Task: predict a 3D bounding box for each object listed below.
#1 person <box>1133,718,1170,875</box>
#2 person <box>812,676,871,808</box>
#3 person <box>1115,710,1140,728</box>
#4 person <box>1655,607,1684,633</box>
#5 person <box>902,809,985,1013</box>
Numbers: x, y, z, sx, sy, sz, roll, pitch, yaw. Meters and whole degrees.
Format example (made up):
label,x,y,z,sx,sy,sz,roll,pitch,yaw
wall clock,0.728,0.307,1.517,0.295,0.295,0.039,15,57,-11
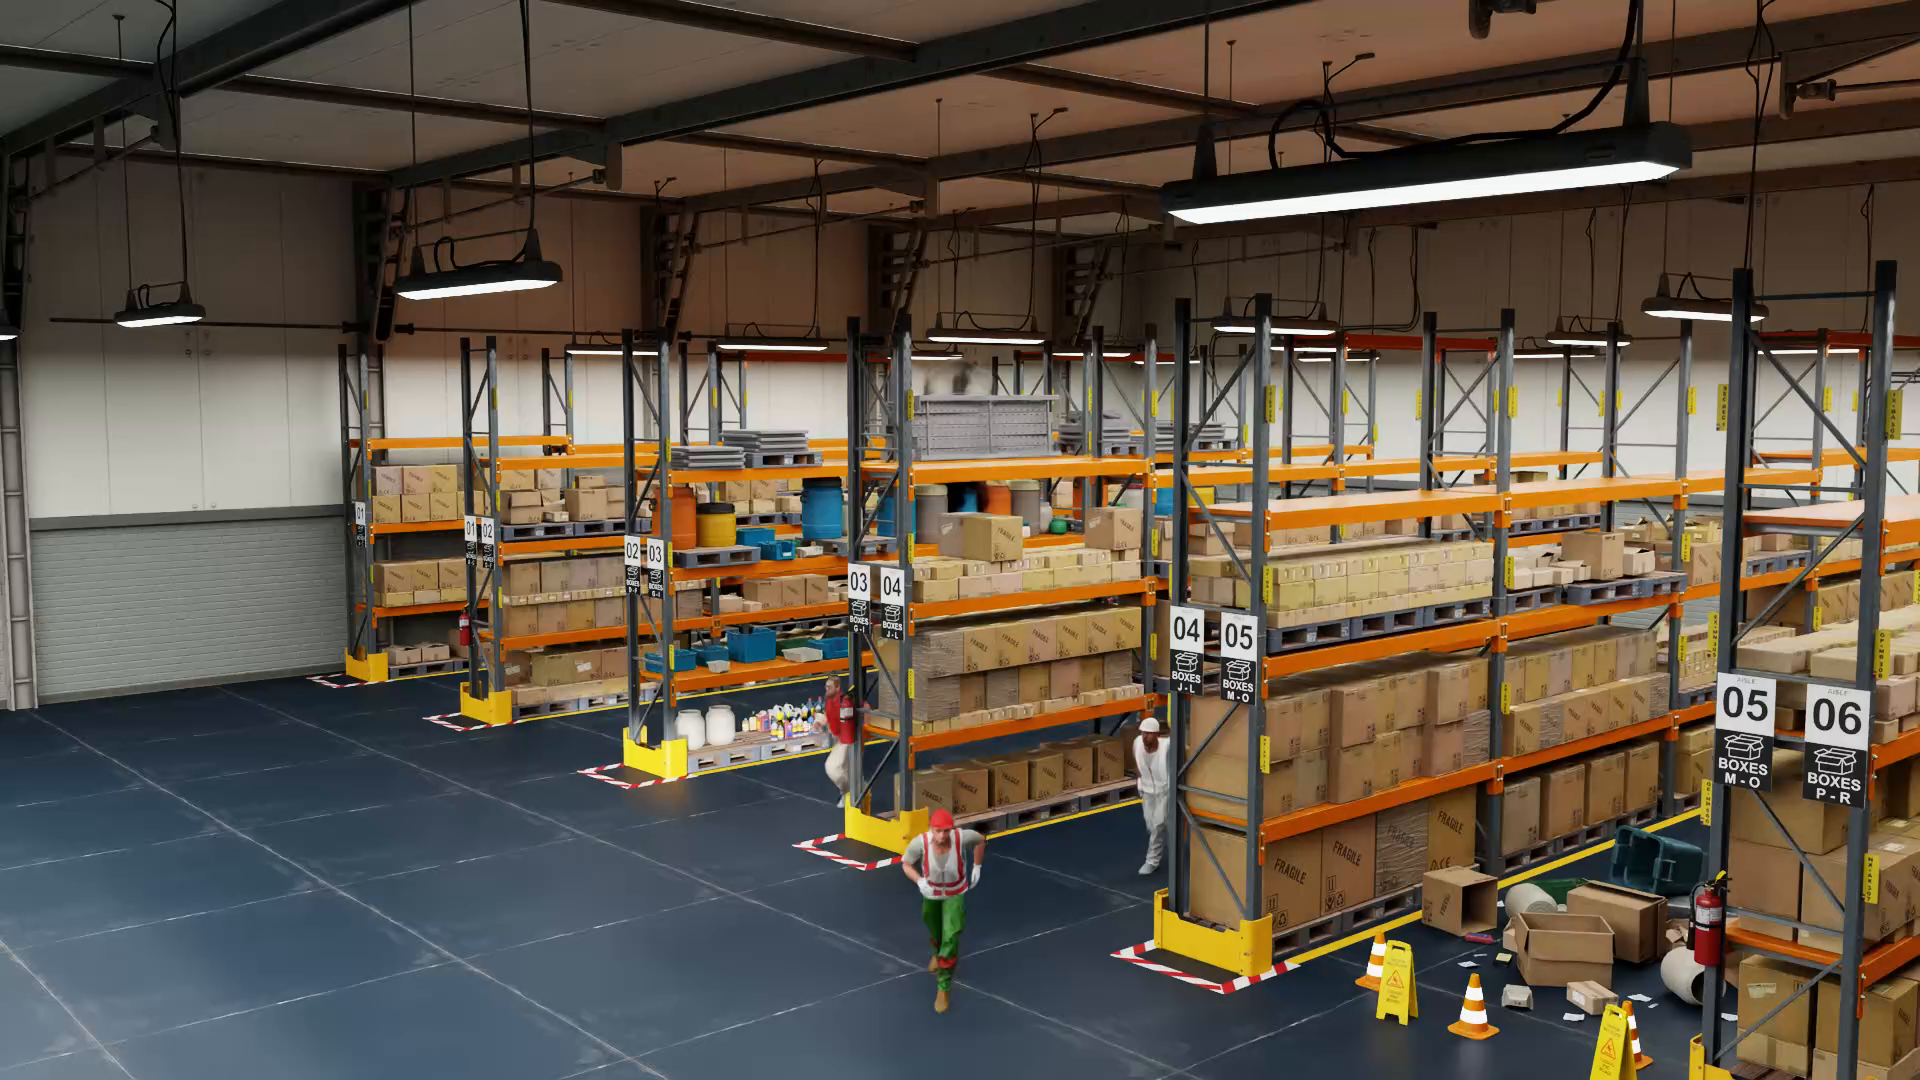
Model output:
label,x,y,z,sx,sy,sz,roll,pitch,yaw
person,2.188,2.727,17.985,0.666,1.721,0.912,3,6,32
person,-1.414,2.513,20.565,0.857,1.691,0.708,-3,6,-31
person,2.492,1.884,24.300,0.537,1.615,0.809,5,7,43
person,11.647,1.913,27.277,0.600,1.647,0.605,5,7,42
person,-0.142,3.068,14.236,0.704,1.732,1.038,0,5,-2
